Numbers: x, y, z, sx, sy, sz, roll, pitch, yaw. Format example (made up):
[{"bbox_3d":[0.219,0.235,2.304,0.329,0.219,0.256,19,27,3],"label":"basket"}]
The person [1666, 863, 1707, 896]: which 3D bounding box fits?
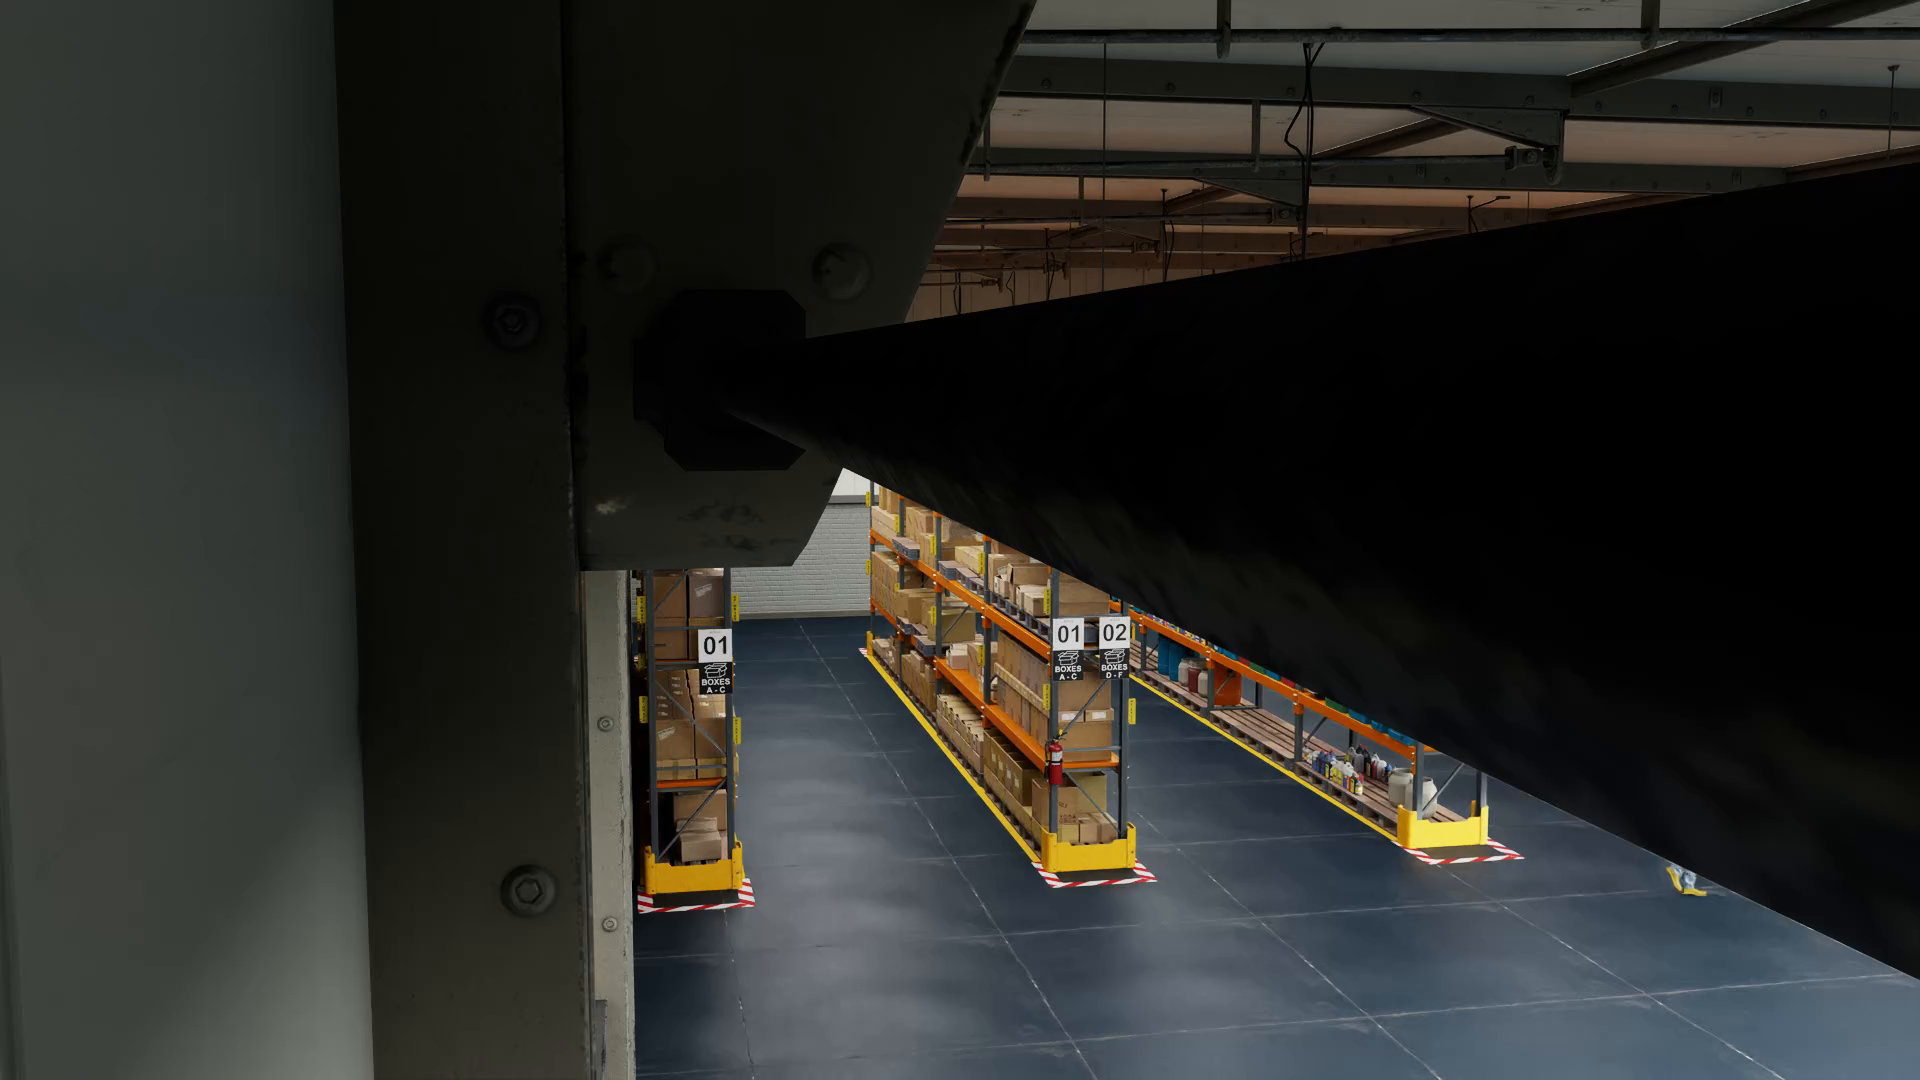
[{"bbox_3d":[8.800,3.399,19.916,0.618,1.731,0.687,2,6,18],"label":"person"}]
